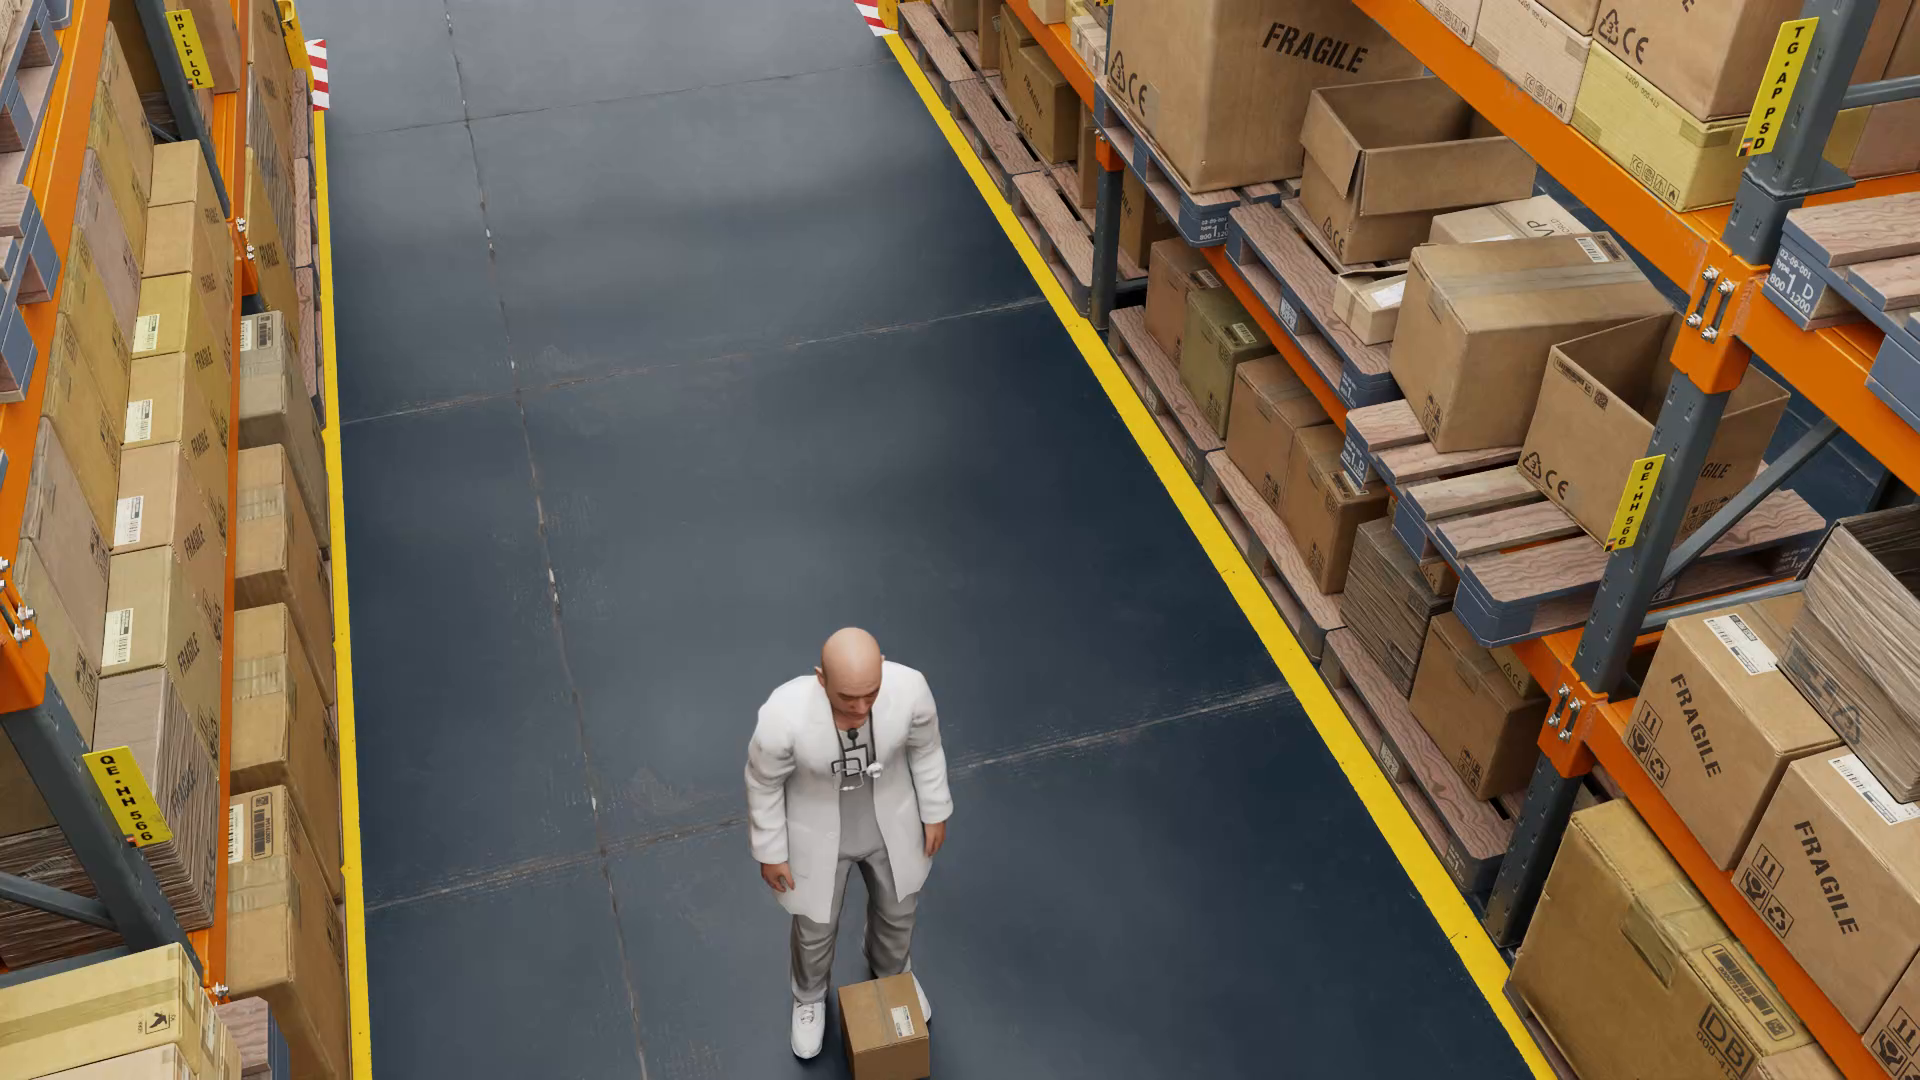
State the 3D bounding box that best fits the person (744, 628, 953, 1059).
[{"bbox_3d":[-0.333,0.903,5.157,0.643,1.774,0.420,-12,43,-13],"label":"person"}]
